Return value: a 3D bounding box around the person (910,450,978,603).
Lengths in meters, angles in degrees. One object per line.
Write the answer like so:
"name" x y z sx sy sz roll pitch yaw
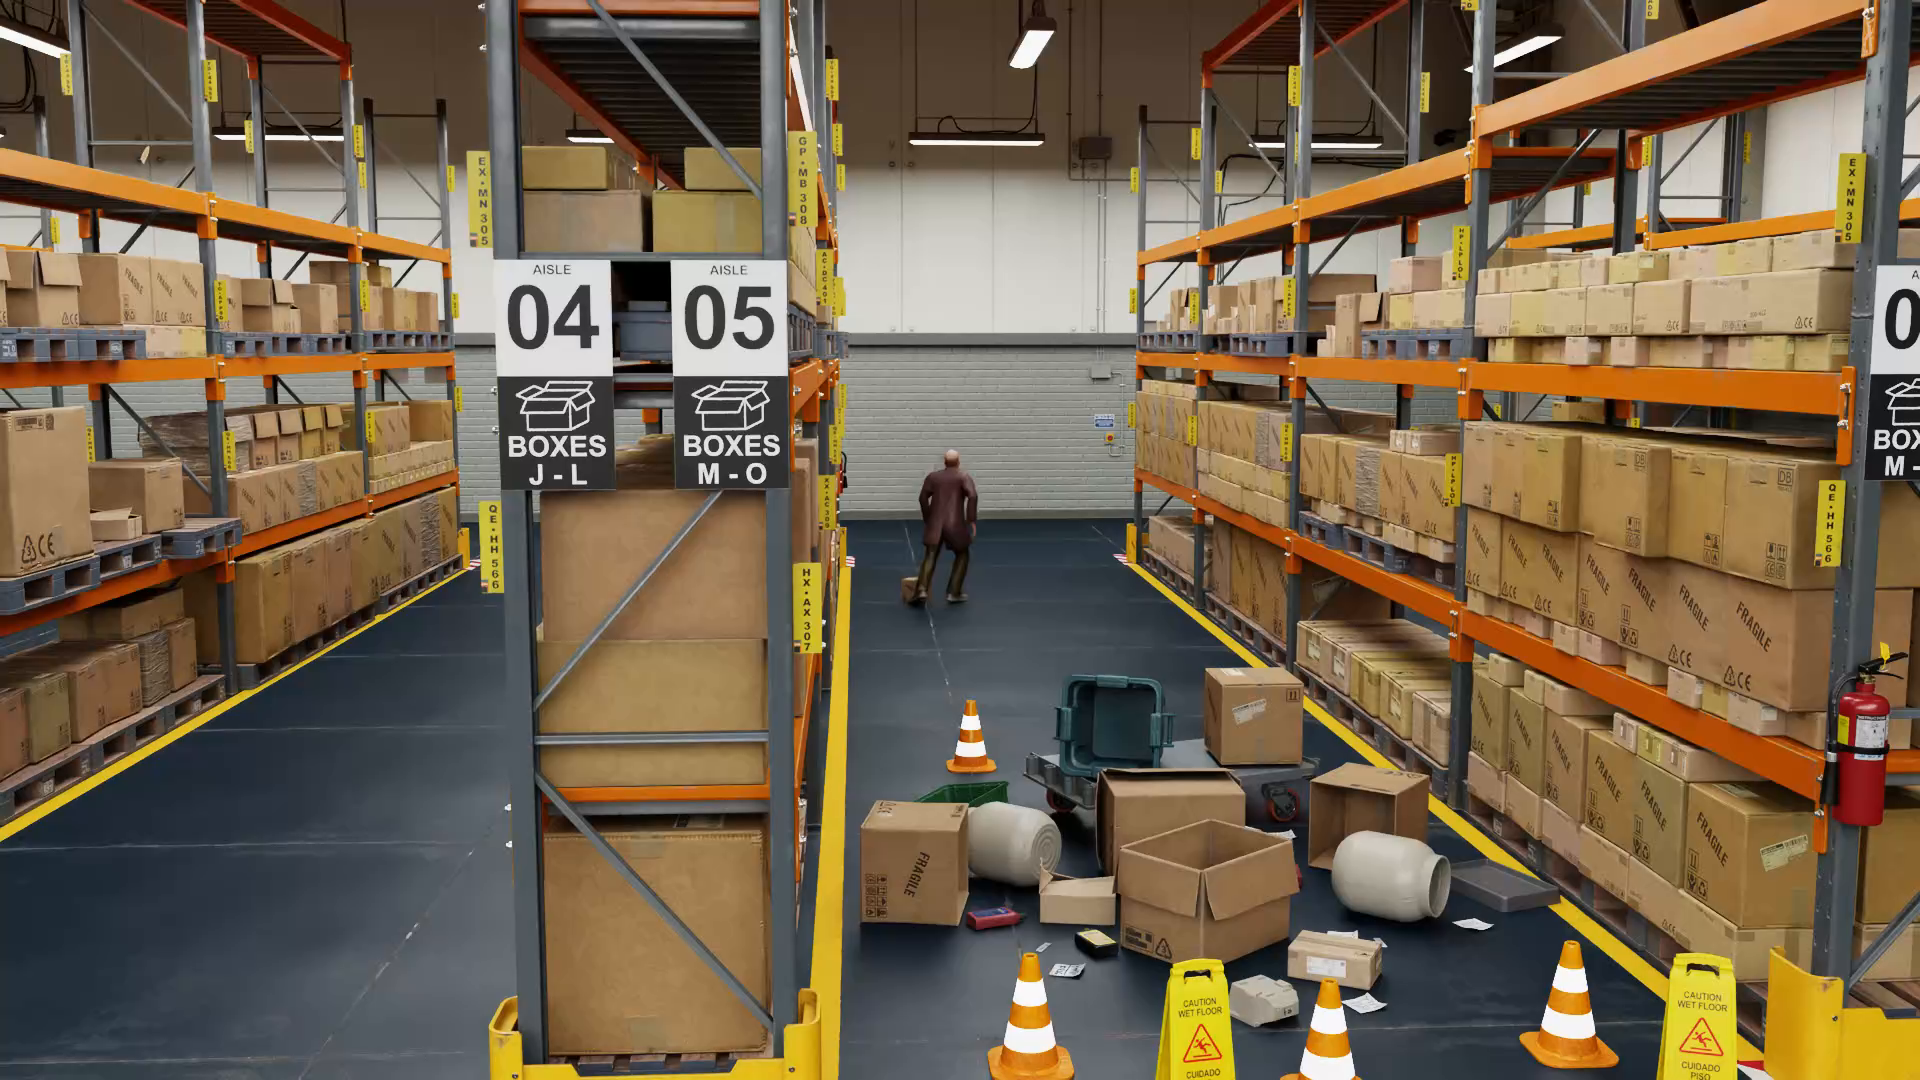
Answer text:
"person" -0.171 -0.136 18.720 0.740 1.721 0.806 2 7 17
